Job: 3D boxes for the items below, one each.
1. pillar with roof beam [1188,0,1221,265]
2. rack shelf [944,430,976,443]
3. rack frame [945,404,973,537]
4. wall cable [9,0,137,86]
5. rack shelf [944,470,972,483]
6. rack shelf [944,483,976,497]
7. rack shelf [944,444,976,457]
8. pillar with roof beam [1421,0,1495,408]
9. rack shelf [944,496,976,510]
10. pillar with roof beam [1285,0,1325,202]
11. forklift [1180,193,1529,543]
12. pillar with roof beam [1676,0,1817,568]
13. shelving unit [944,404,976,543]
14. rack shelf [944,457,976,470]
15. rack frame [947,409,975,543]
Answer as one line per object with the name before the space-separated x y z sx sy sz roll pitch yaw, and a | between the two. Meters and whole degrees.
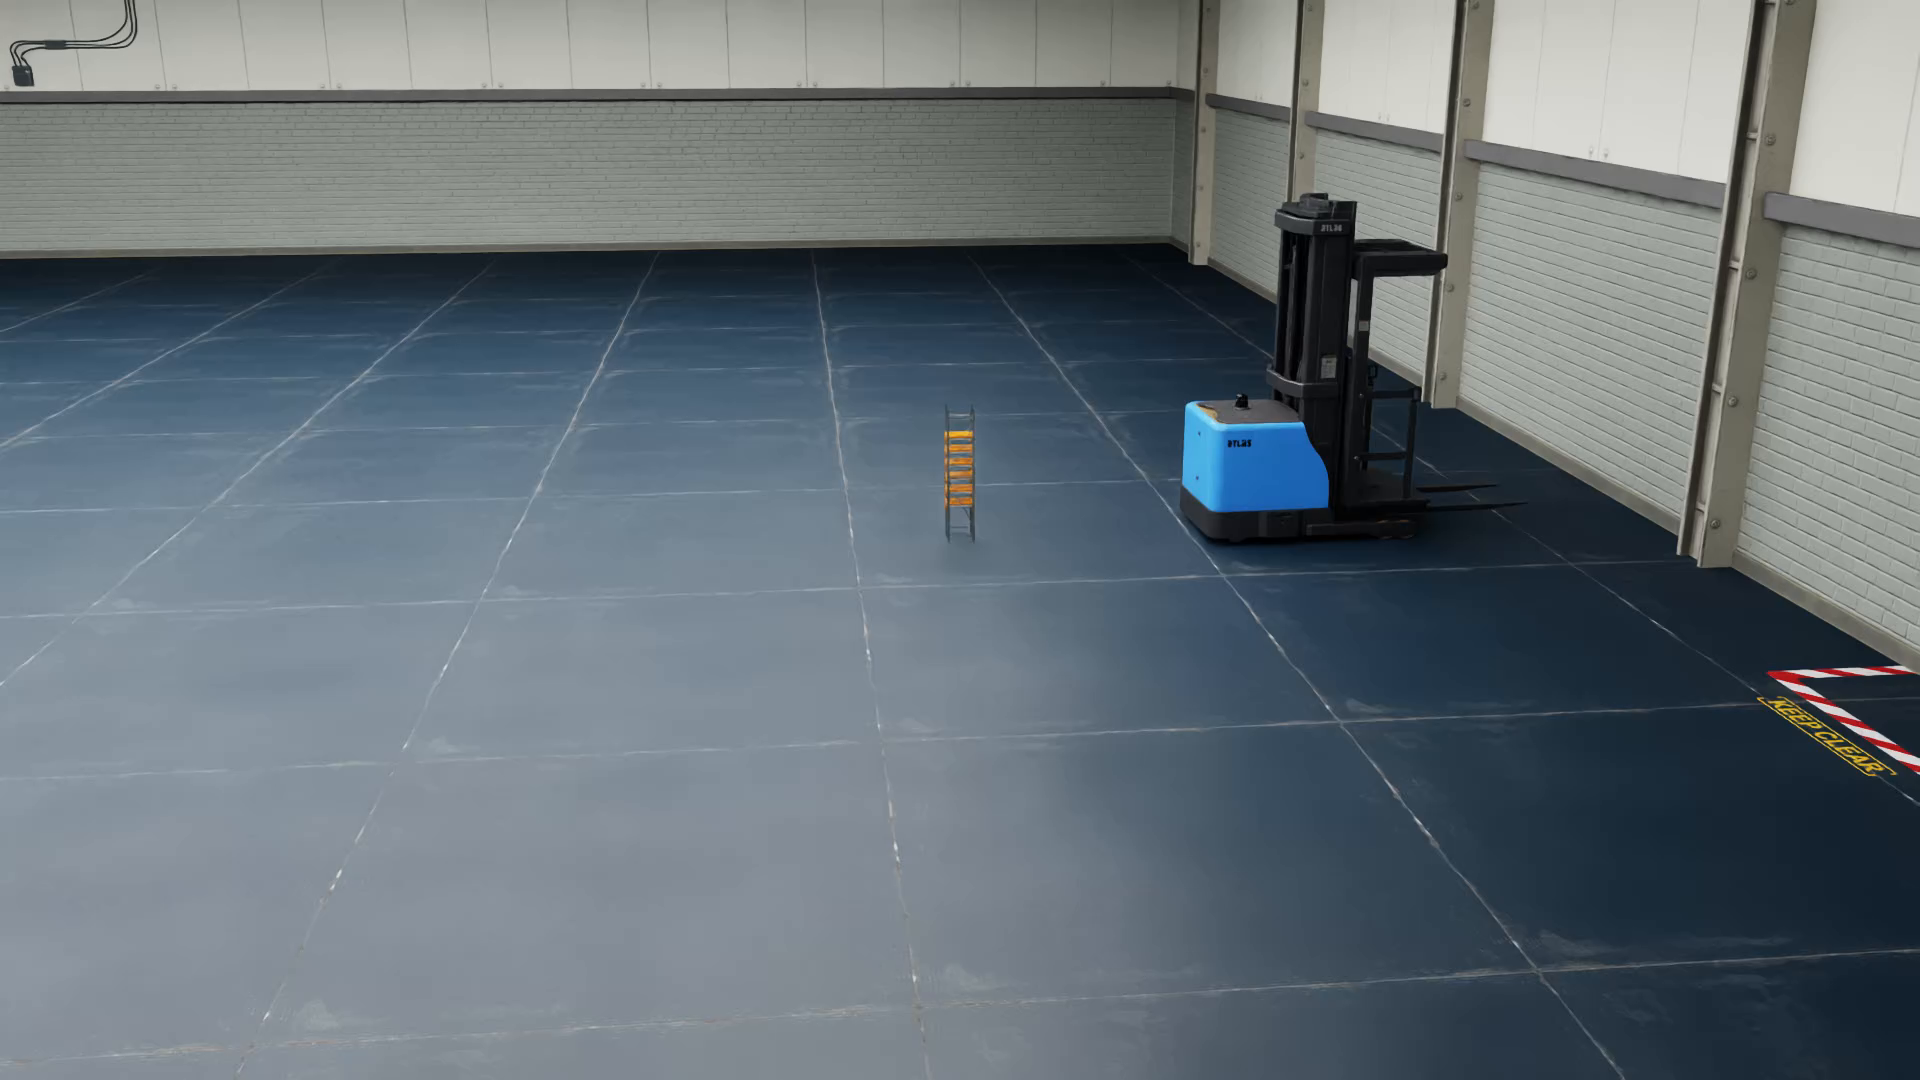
pillar with roof beam | 0.197 -9.354 29.449 9.100 9.000 0.400 -2 18 -6
rack shelf | -0.002 -0.878 14.417 0.258 0.103 0.180 -2 18 -6
rack frame | -0.011 -0.604 14.598 0.240 1.200 0.006 -2 18 -6
wall cable | -16.397 -11.344 30.109 2.305 6.003 0.169 -2 18 -6
rack shelf | -0.001 -0.534 14.524 0.258 0.103 0.180 -2 18 -6
rack shelf | -0.001 -0.420 14.560 0.258 0.103 0.180 -2 18 -6
rack shelf | -0.002 -0.763 14.453 0.258 0.103 0.180 -2 18 -6
pillar with roof beam | 1.435 -5.779 18.061 9.100 9.000 0.400 -2 18 -6
rack shelf | -0.001 -0.305 14.596 0.258 0.103 0.180 -2 18 -6
pillar with roof beam | 0.816 -7.567 23.755 9.100 9.000 0.400 -2 18 -6
forklift | 3.592 -1.557 14.744 3.031 2.935 1.130 -3 18 -8
pillar with roof beam | 2.053 -3.991 12.367 9.100 9.000 0.400 -2 18 -6
shelving unit | -0.002 -0.577 14.511 0.258 1.200 0.189 -2 18 -6
rack shelf | -0.002 -0.649 14.488 0.258 0.103 0.180 -2 18 -6
rack frame | 0.008 -0.550 14.424 0.240 1.200 0.006 -2 18 -6
